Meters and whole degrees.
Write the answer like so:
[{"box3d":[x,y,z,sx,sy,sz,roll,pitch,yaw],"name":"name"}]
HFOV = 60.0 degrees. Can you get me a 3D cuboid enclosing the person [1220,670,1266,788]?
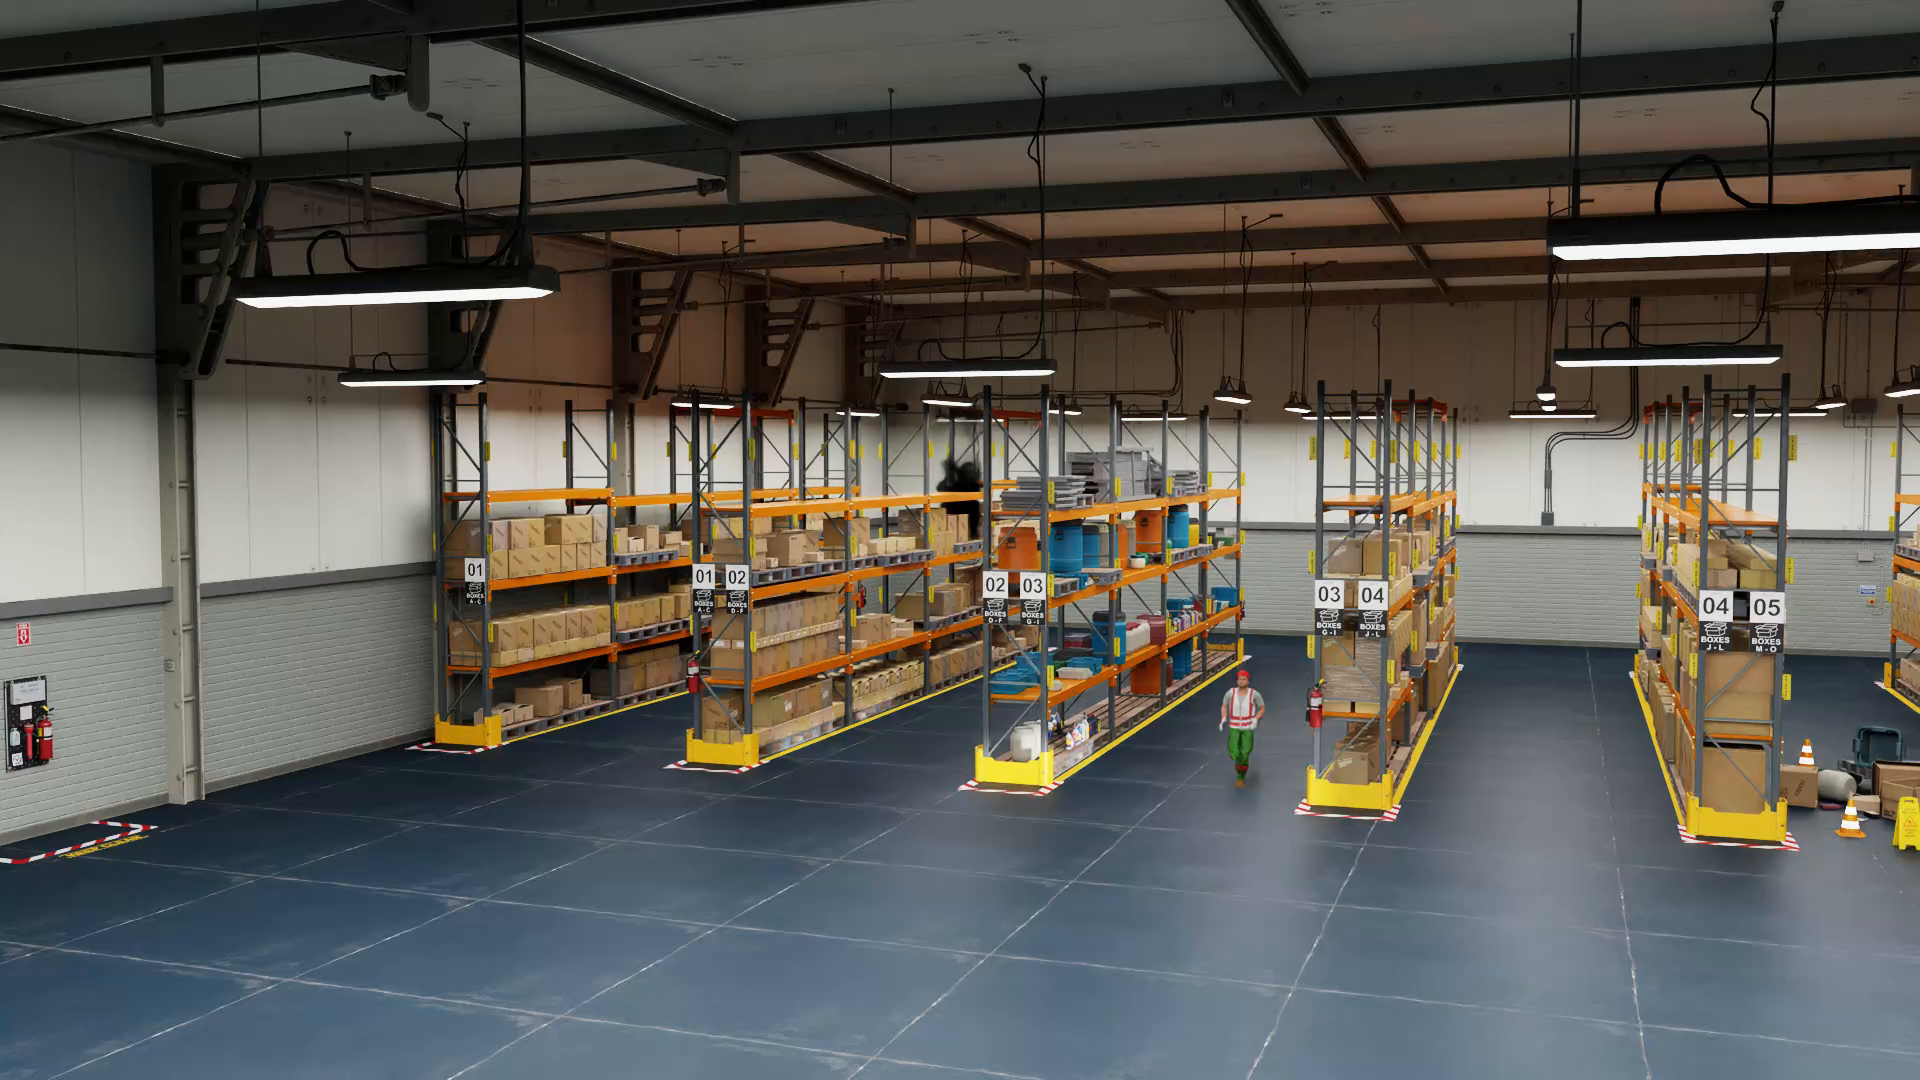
[{"box3d":[4.242,2.817,24.934,0.661,1.745,0.596,1,3,18],"name":"person"}]
